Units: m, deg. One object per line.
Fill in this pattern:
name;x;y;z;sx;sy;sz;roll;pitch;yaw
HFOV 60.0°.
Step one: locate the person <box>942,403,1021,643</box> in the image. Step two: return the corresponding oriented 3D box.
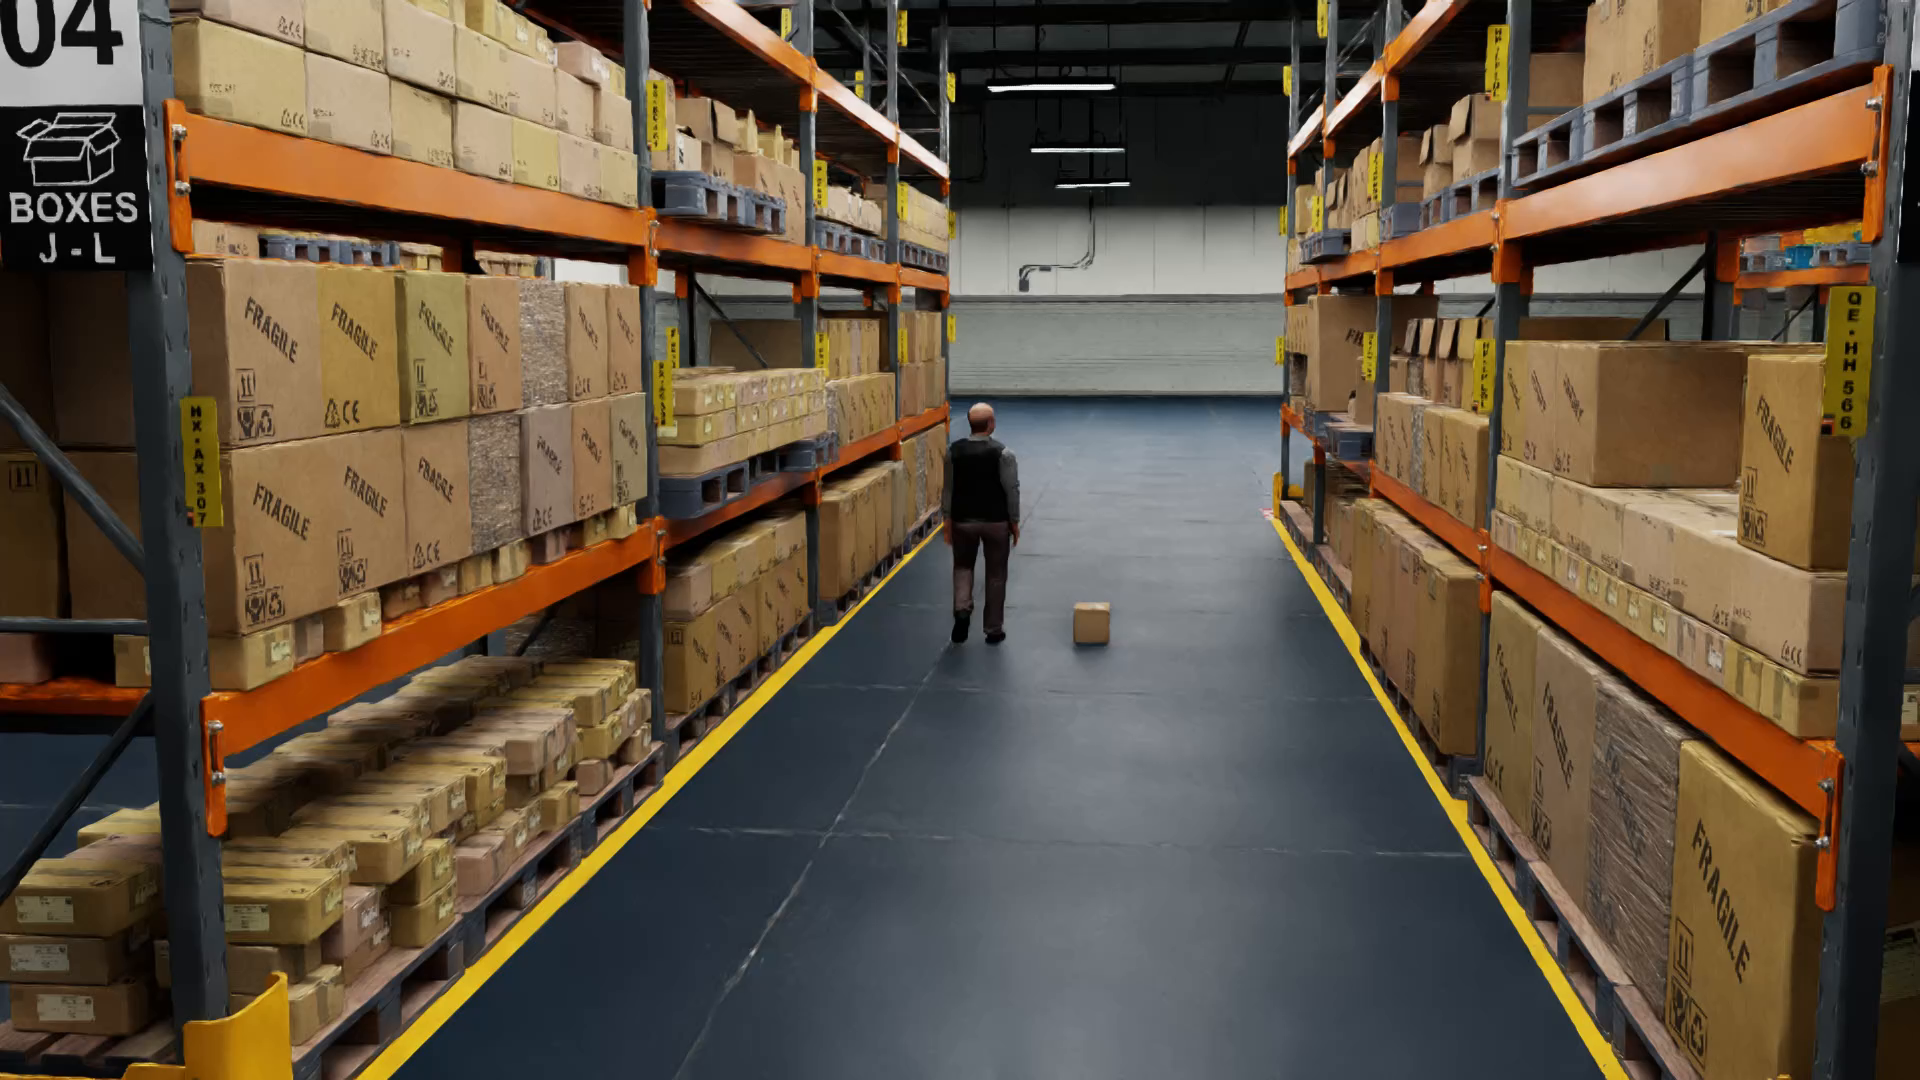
person;0.172;-0.117;11.737;0.563;1.715;0.572;2;8;14
